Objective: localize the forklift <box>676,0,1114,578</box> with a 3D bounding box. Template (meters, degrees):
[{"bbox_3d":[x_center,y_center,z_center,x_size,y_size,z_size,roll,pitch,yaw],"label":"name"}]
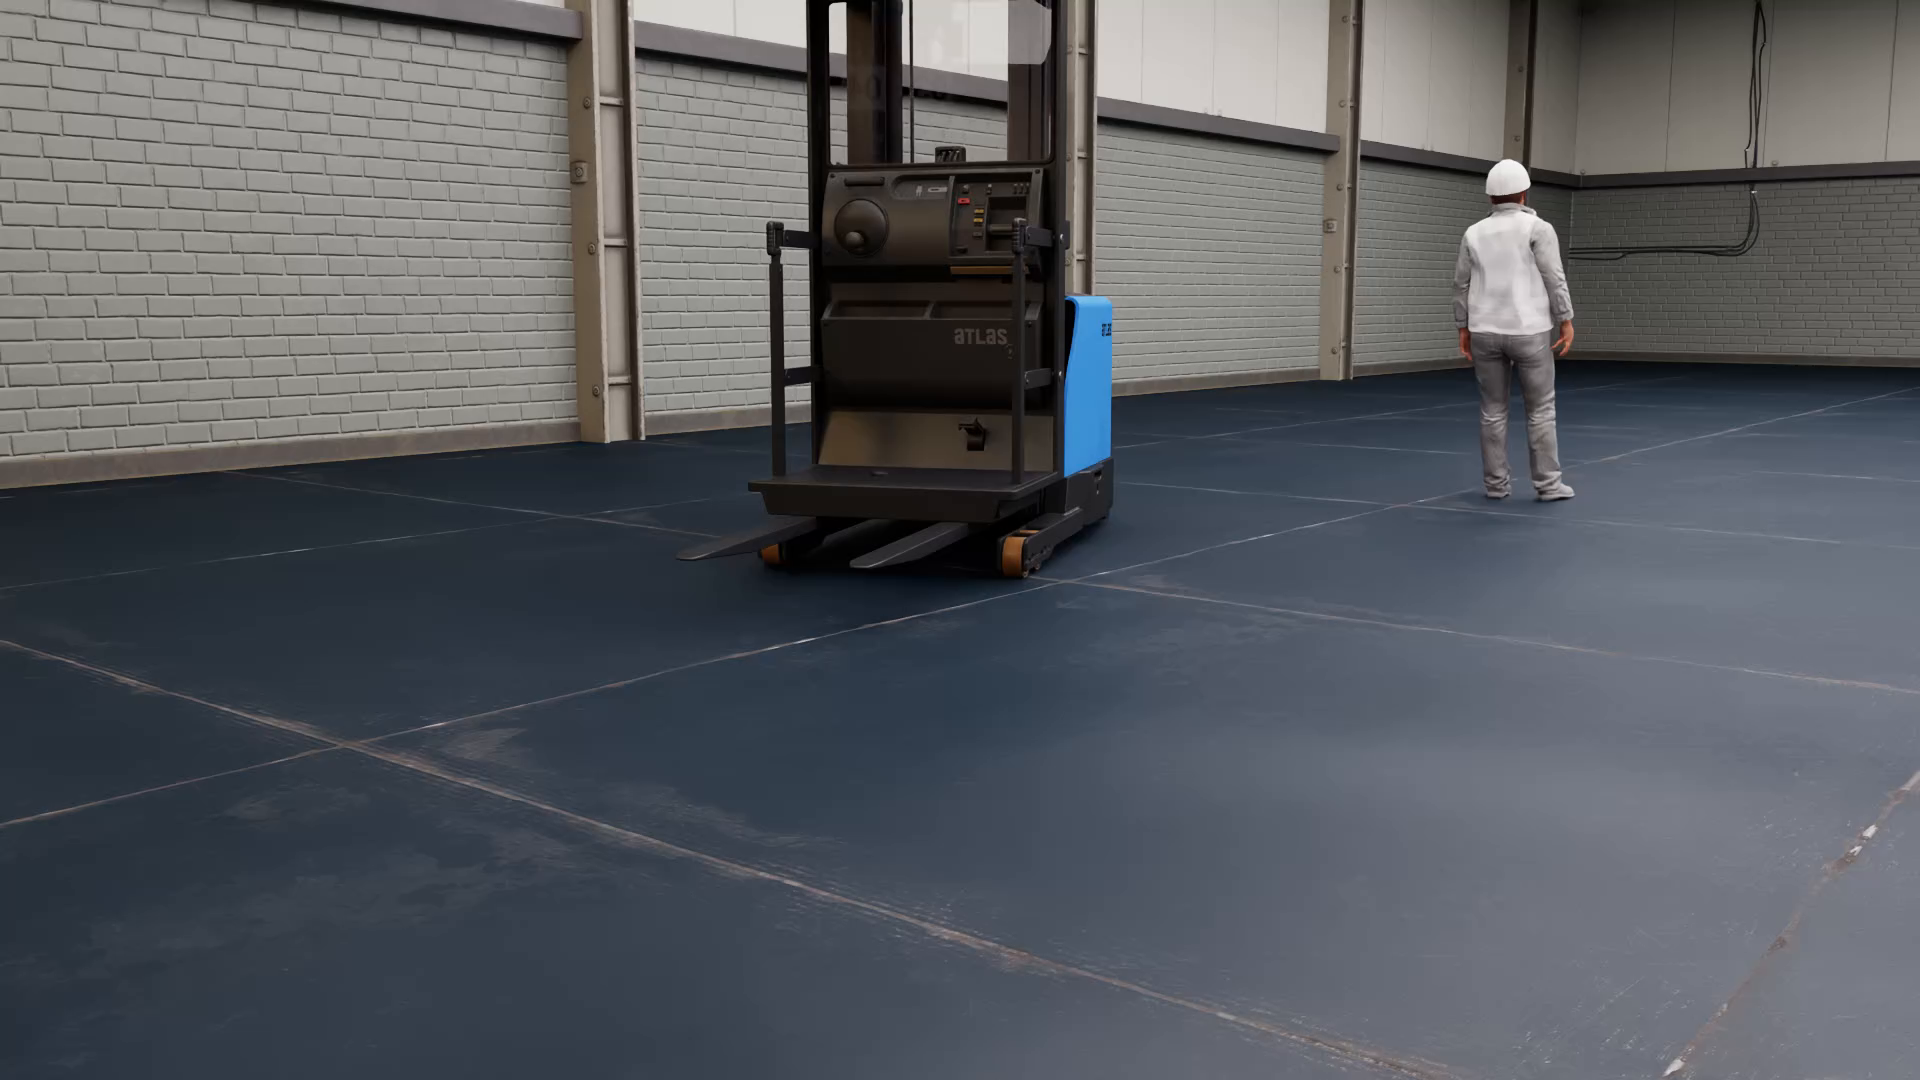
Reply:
[{"bbox_3d":[-0.176,-1.366,6.616,1.130,2.935,3.031,3,9,17],"label":"forklift"}]

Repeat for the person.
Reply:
[{"bbox_3d":[2.949,-1.103,8.826,0.620,1.779,0.535,7,11,39],"label":"person"}]
